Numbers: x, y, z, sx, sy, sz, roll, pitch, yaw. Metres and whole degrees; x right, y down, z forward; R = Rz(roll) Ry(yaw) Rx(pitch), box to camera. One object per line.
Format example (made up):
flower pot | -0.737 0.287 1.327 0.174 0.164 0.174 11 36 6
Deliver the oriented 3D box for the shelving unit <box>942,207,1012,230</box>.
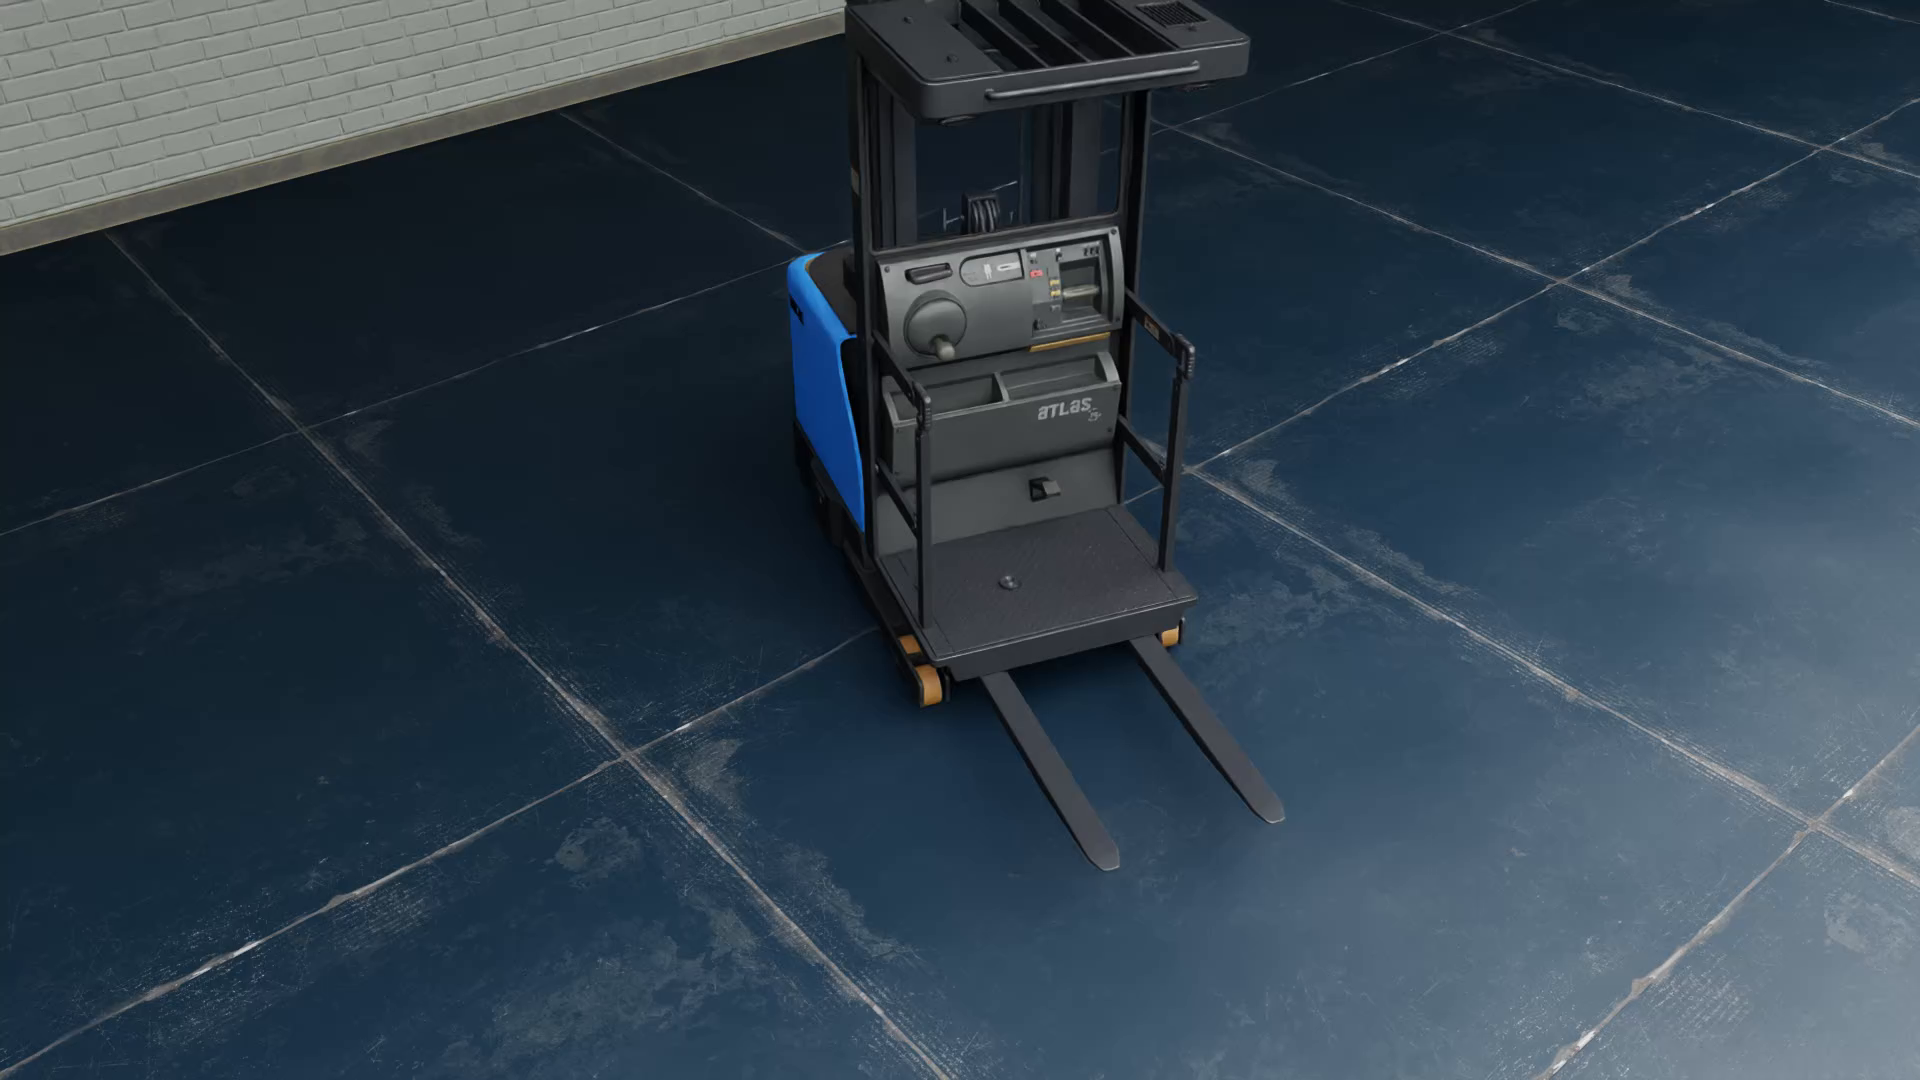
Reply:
shelving unit | 0.075 -1.070 7.852 0.252 1.050 0.215 30 45 35

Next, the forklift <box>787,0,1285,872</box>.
forklift | 0.240 -0.833 5.890 1.130 2.935 3.031 -12 37 -17

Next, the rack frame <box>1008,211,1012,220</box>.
rack frame | 0.162 -1.020 7.782 0.008 1.050 0.200 30 45 35

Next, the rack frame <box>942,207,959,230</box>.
rack frame | -0.012 -1.119 7.922 0.008 1.050 0.200 30 45 35
